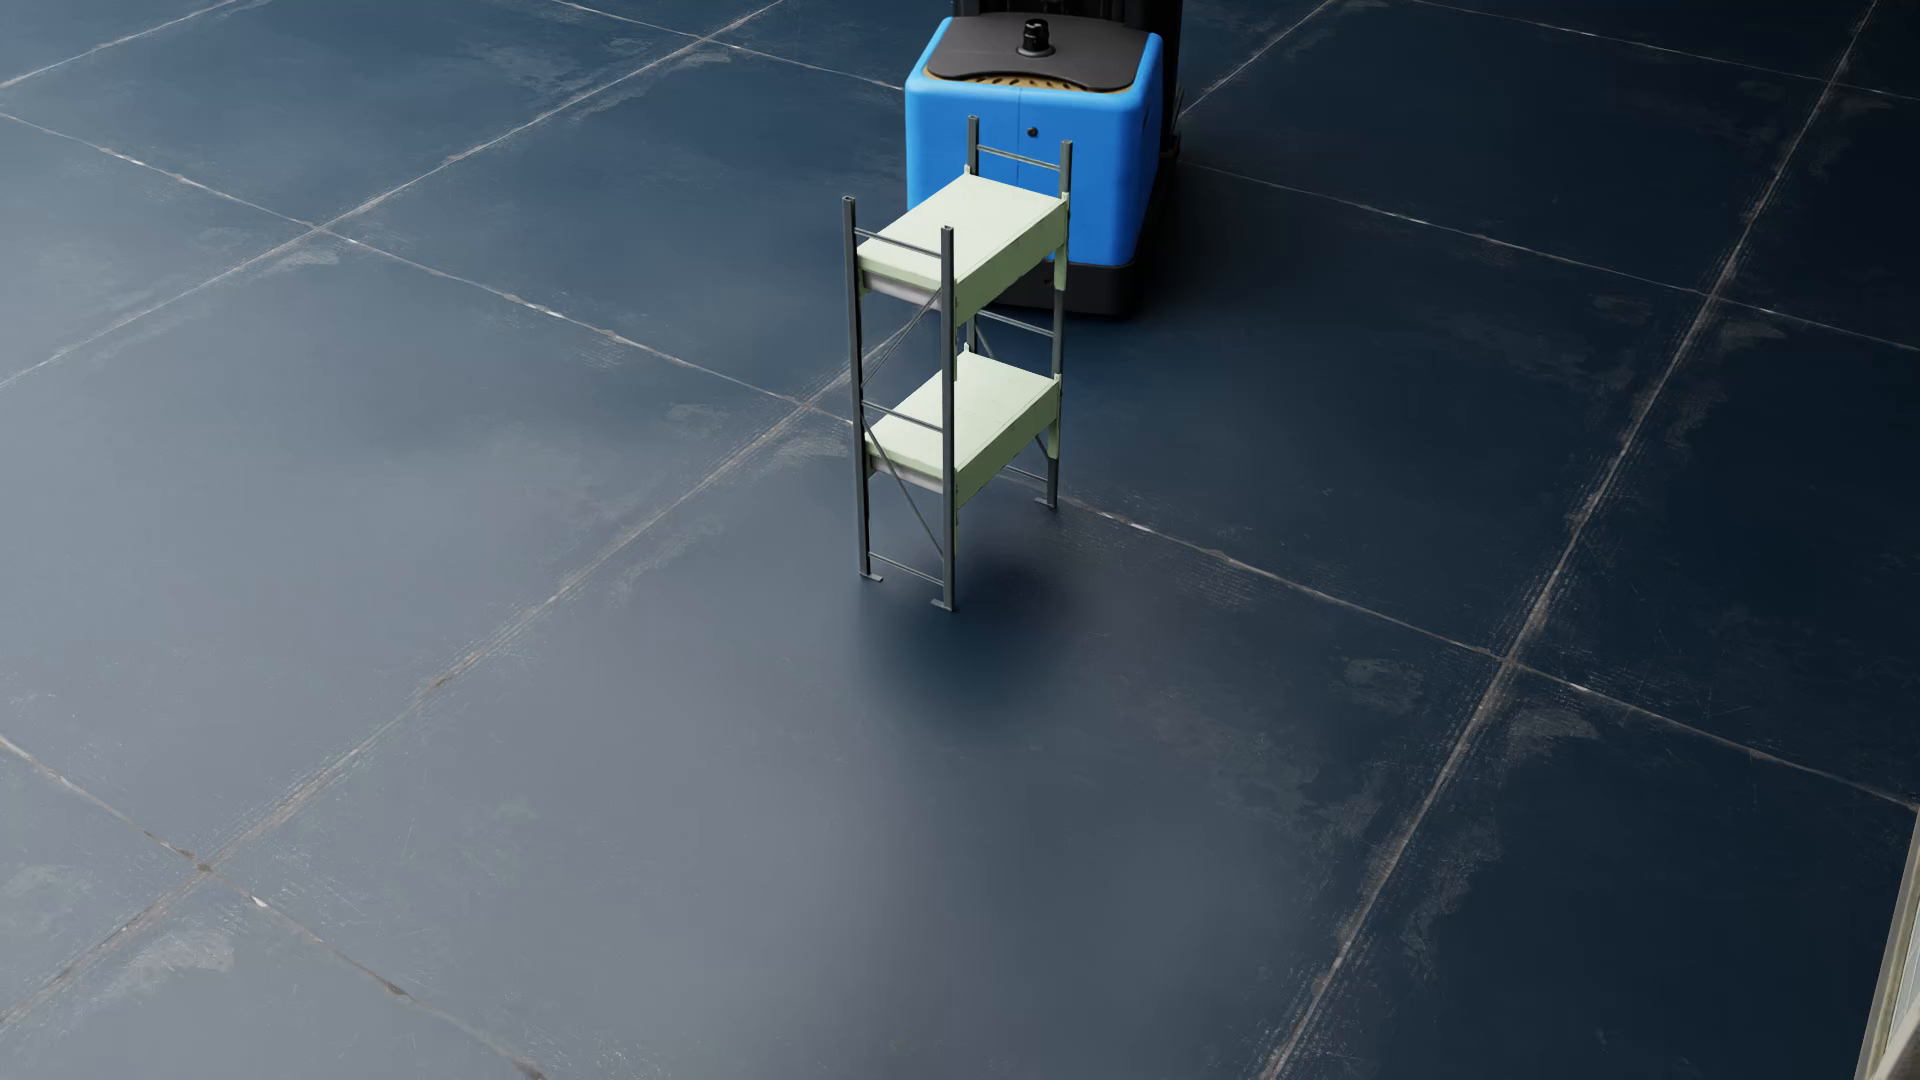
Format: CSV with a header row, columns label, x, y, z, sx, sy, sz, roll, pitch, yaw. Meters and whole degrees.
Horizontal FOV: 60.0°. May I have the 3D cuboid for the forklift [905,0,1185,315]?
label,x,y,z,sx,sy,sz,roll,pitch,yaw
forklift,0.558,-3.067,7.828,1.130,2.935,3.031,7,38,9

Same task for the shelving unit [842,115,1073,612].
label,x,y,z,sx,sy,sz,roll,pitch,yaw
shelving unit,0.004,-0.597,5.797,0.431,1.500,0.755,21,42,25

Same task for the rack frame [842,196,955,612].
label,x,y,z,sx,sy,sz,roll,pitch,yaw
rack frame,-0.193,-0.409,5.552,0.400,1.500,0.023,21,42,25

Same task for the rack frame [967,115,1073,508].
label,x,y,z,sx,sy,sz,roll,pitch,yaw
rack frame,0.200,-0.786,6.041,0.400,1.500,0.023,21,42,25

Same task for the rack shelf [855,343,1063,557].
label,x,y,z,sx,sy,sz,roll,pitch,yaw
rack shelf,0.004,-0.339,5.996,0.431,0.370,0.720,21,42,25

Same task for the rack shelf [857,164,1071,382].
label,x,y,z,sx,sy,sz,roll,pitch,yaw
rack shelf,0.004,-0.907,5.558,0.431,0.370,0.720,21,42,25
